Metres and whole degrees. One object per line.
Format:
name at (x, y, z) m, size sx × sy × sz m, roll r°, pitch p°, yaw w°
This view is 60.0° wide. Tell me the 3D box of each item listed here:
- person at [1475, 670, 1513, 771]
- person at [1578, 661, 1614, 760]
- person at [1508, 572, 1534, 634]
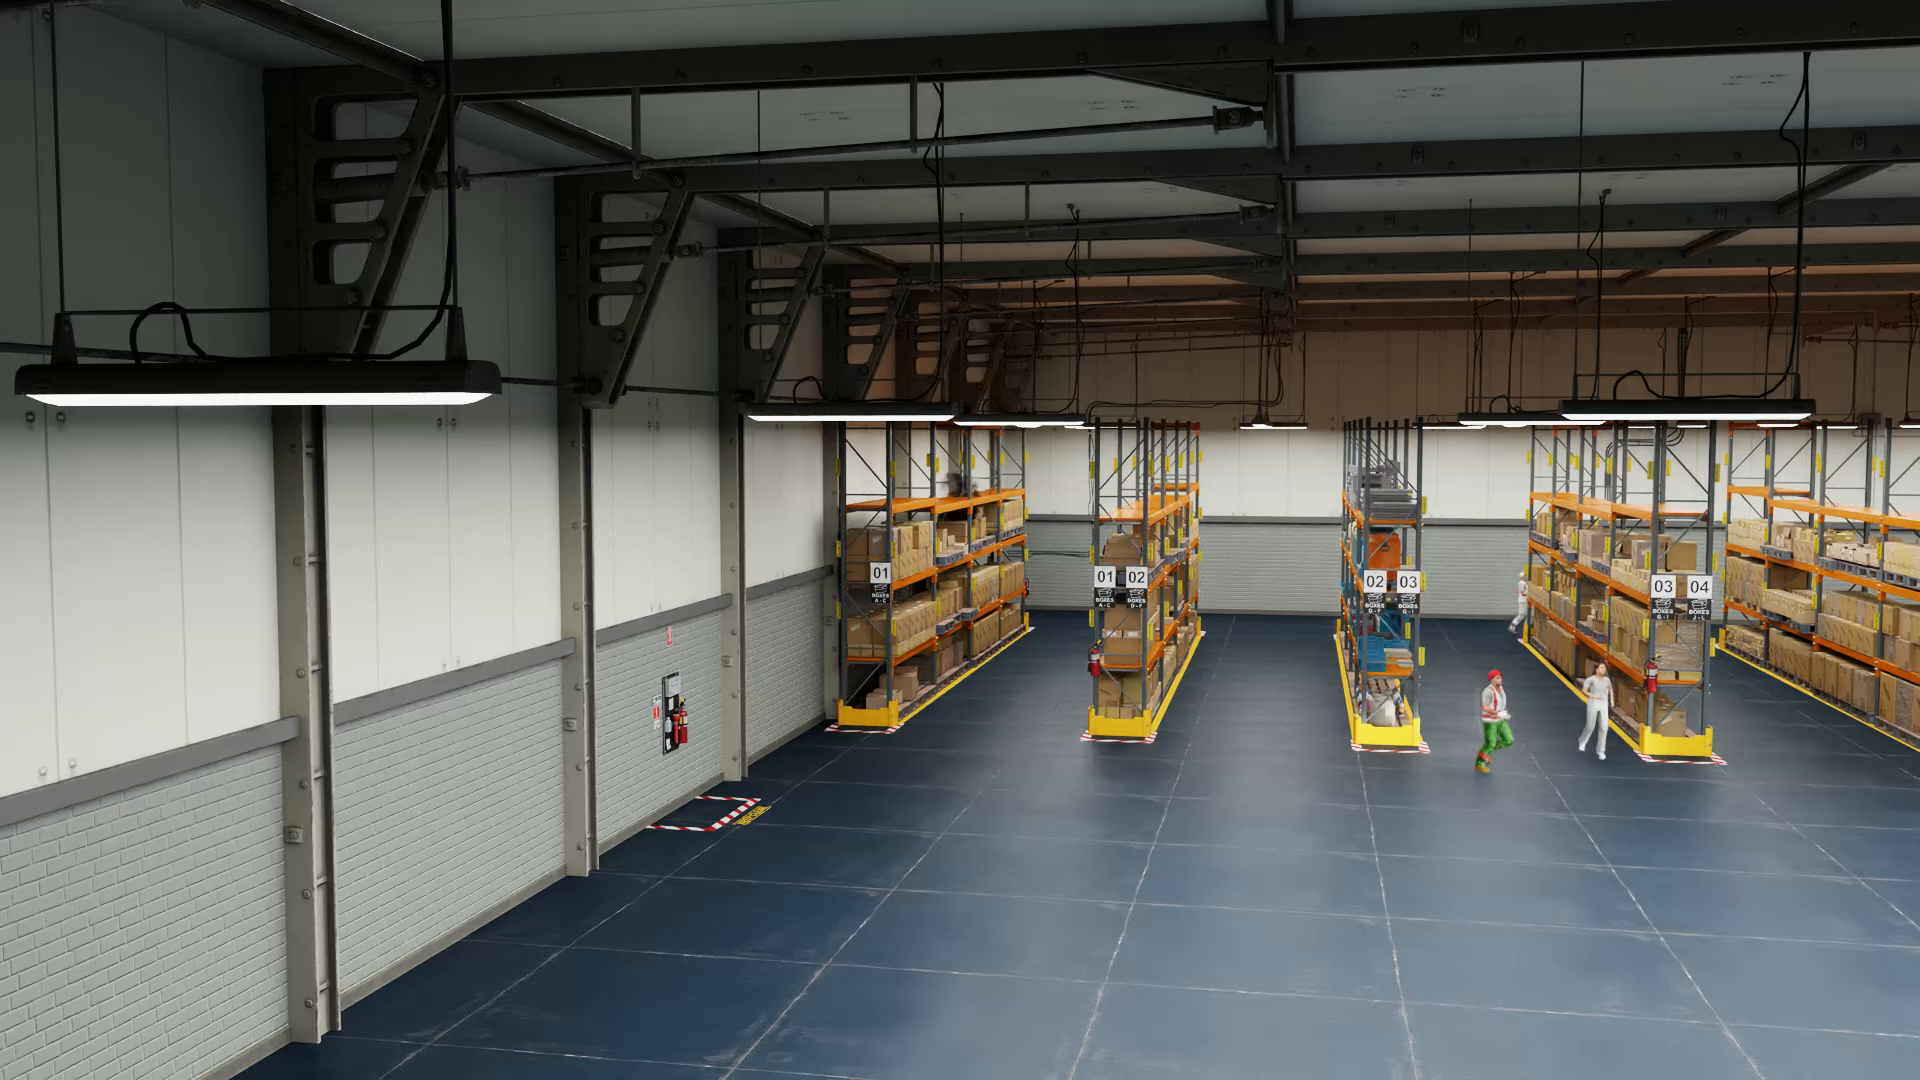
person at (9.014, 3.038, 27.911) m, size 0.696 × 1.736 × 0.698 m, roll -3°, pitch 5°, yaw -36°
person at (11.308, 2.983, 29.395) m, size 0.626 × 1.665 × 0.871 m, roll 0°, pitch 4°, yaw -3°
person at (15.802, 1.791, 46.620) m, size 0.802 × 1.819 × 0.643 m, roll 2°, pitch 4°, yaw 29°
